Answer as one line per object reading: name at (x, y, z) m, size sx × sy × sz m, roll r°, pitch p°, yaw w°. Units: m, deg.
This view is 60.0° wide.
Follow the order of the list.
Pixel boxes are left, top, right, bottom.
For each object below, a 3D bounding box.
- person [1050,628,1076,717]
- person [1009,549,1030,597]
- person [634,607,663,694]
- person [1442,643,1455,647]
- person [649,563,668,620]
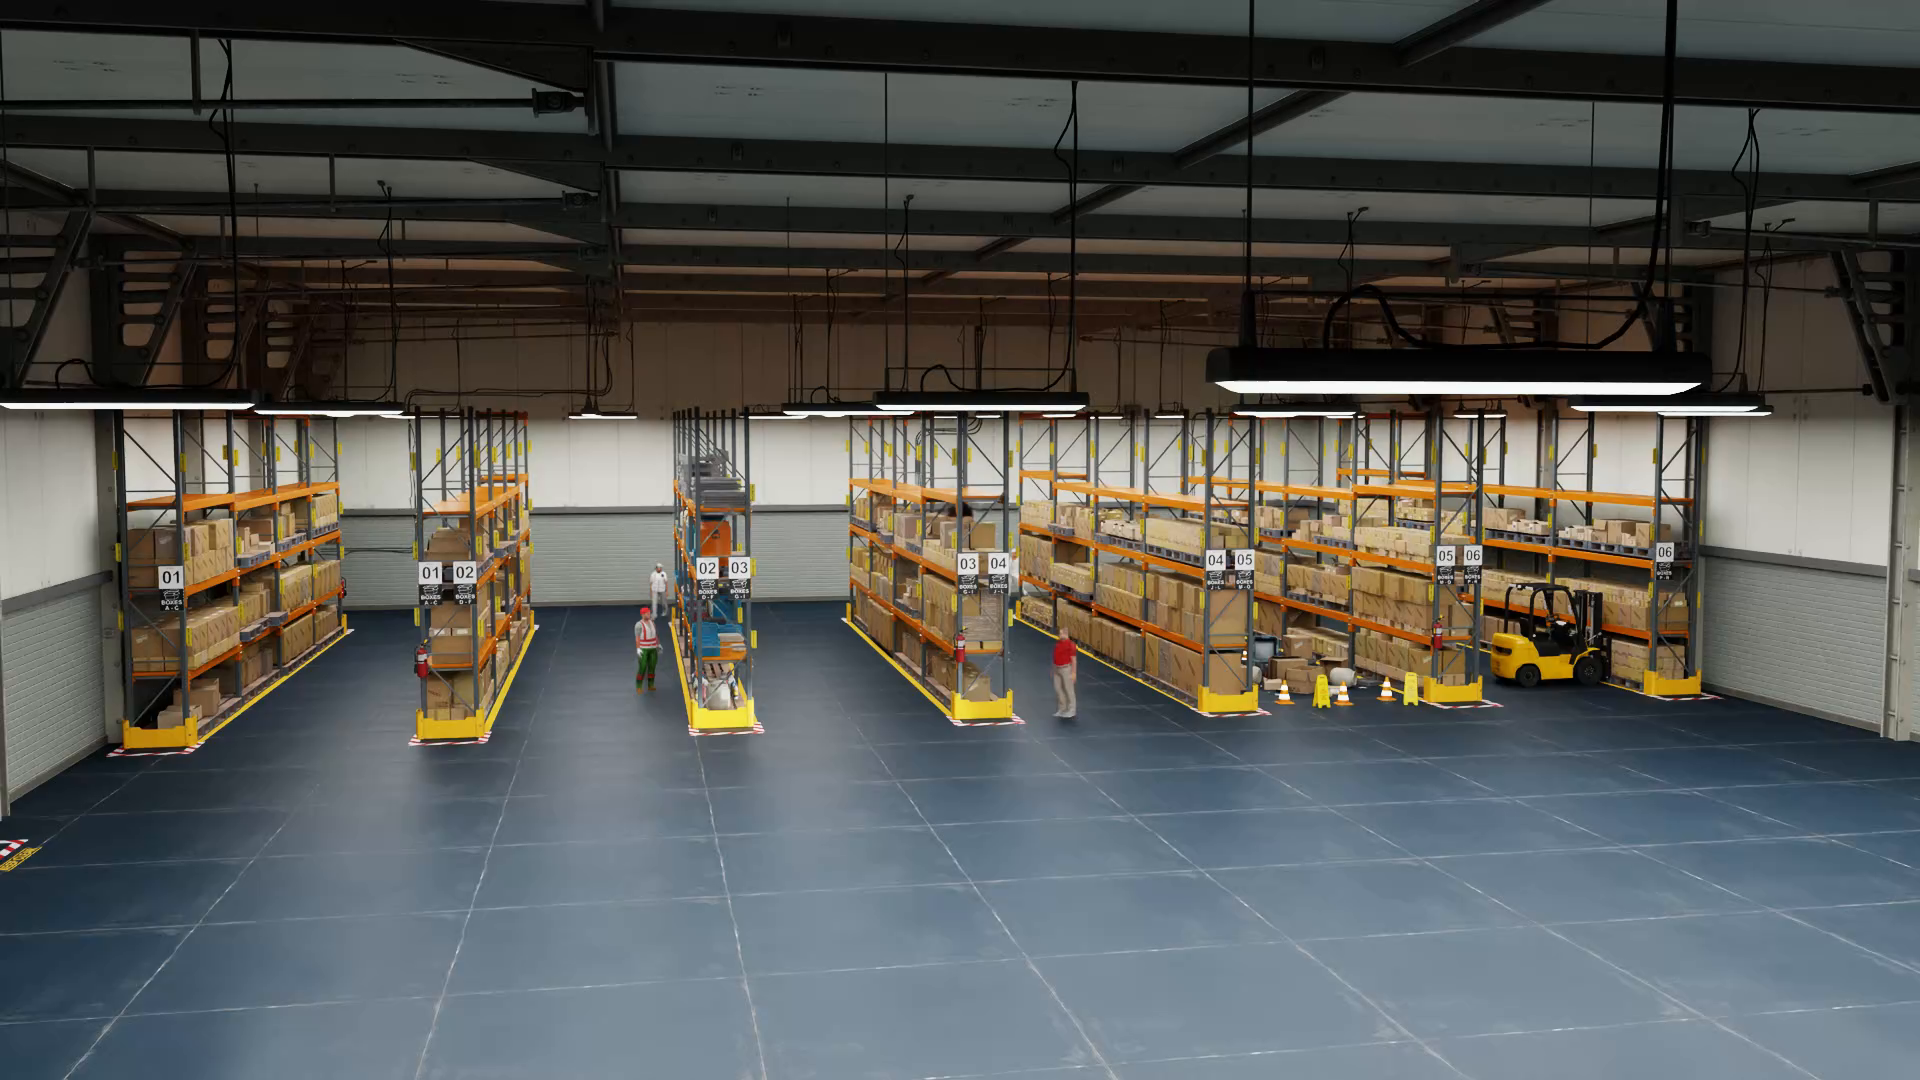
person at (2.014, 2.580, 32.255) m, size 0.406 × 1.768 × 0.674 m, roll -4°, pitch 5°, yaw -42°
person at (1.722, 1.139, 52.114) m, size 1.045 × 1.754 × 0.602 m, roll -2°, pitch 5°, yaw -29°
person at (-6.639, 2.334, 35.348) m, size 0.652 × 1.818 × 0.443 m, roll -4°, pitch 5°, yaw -42°
person at (11.225, 2.096, 38.550) m, size 0.740 × 1.770 × 0.562 m, roll 2°, pitch 5°, yaw 26°
person at (-8.723, 1.480, 48.169) m, size 0.557 × 1.623 × 0.949 m, roll 0°, pitch 4°, yaw -4°
